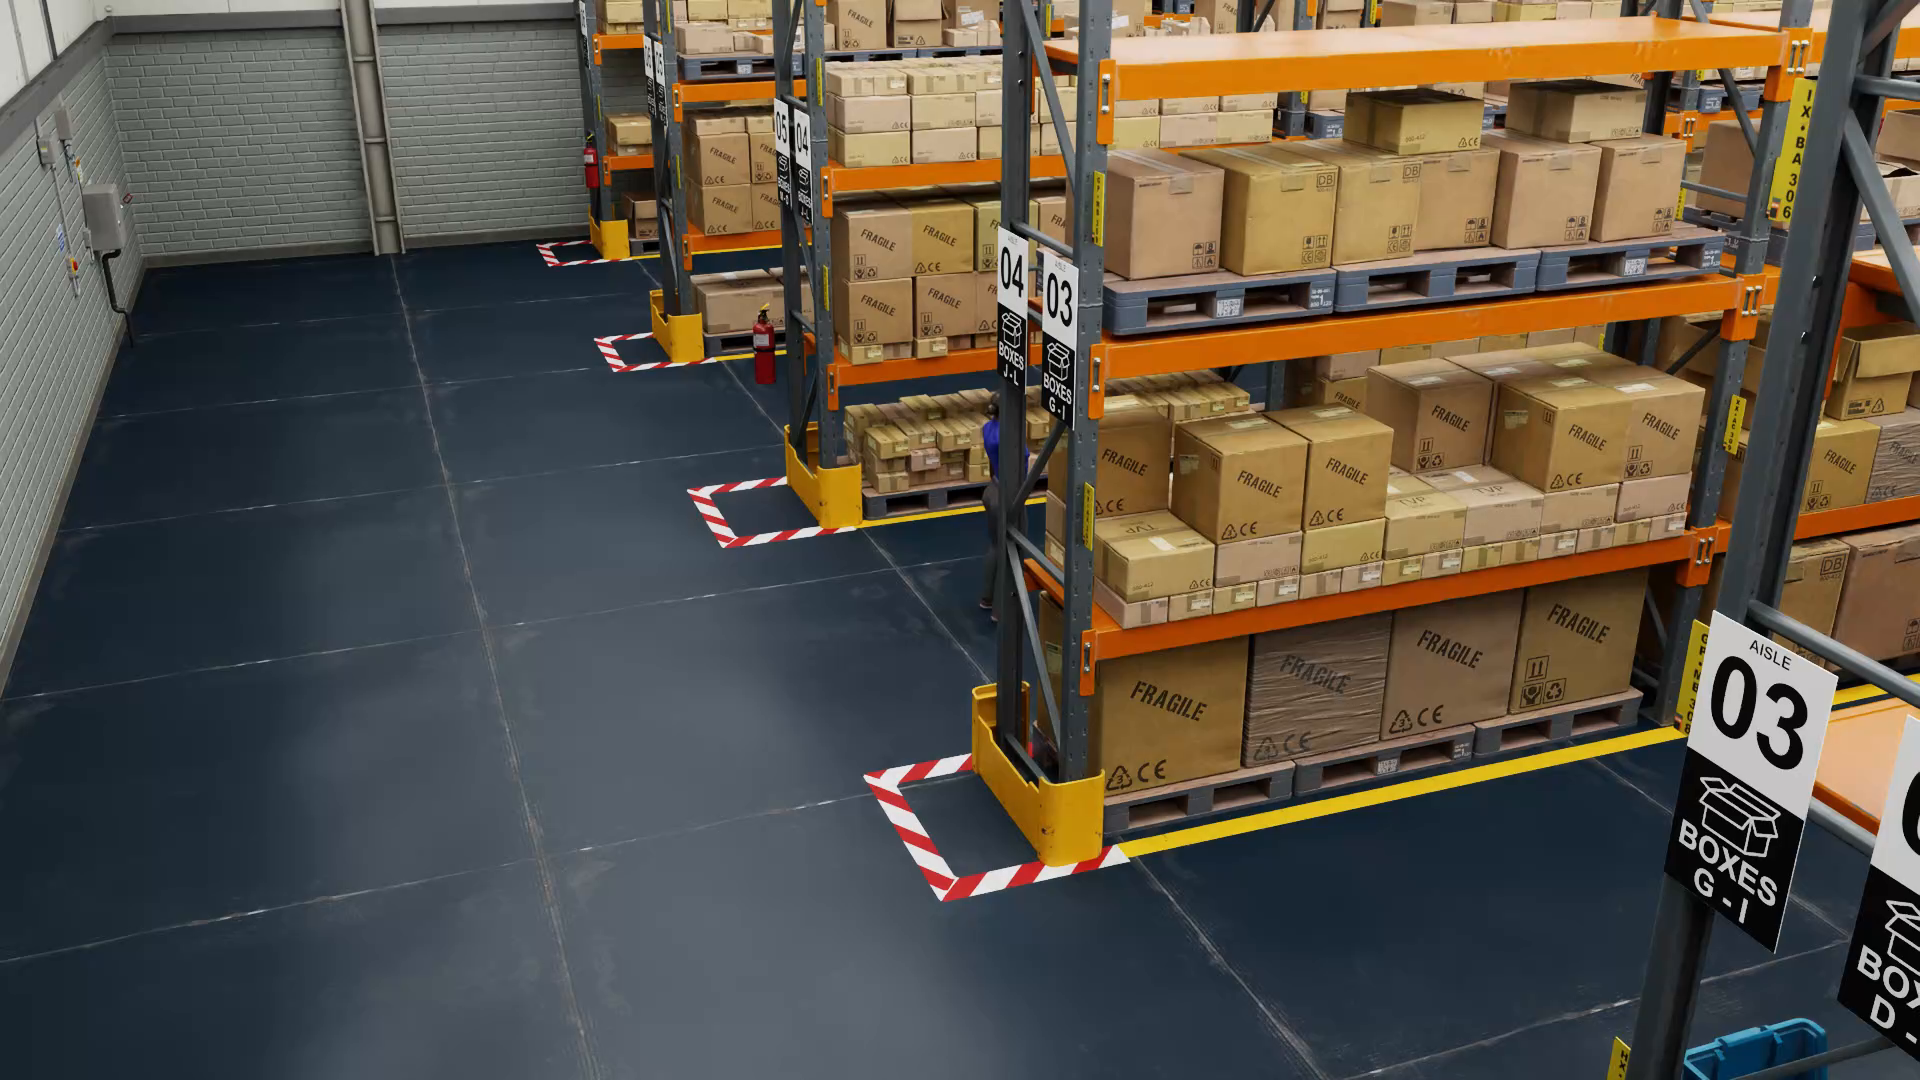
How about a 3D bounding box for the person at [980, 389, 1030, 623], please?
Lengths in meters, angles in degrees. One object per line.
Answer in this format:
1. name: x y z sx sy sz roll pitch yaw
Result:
1. person: 0.310 -0.253 11.442 0.299 1.663 0.437 -8 24 -18
